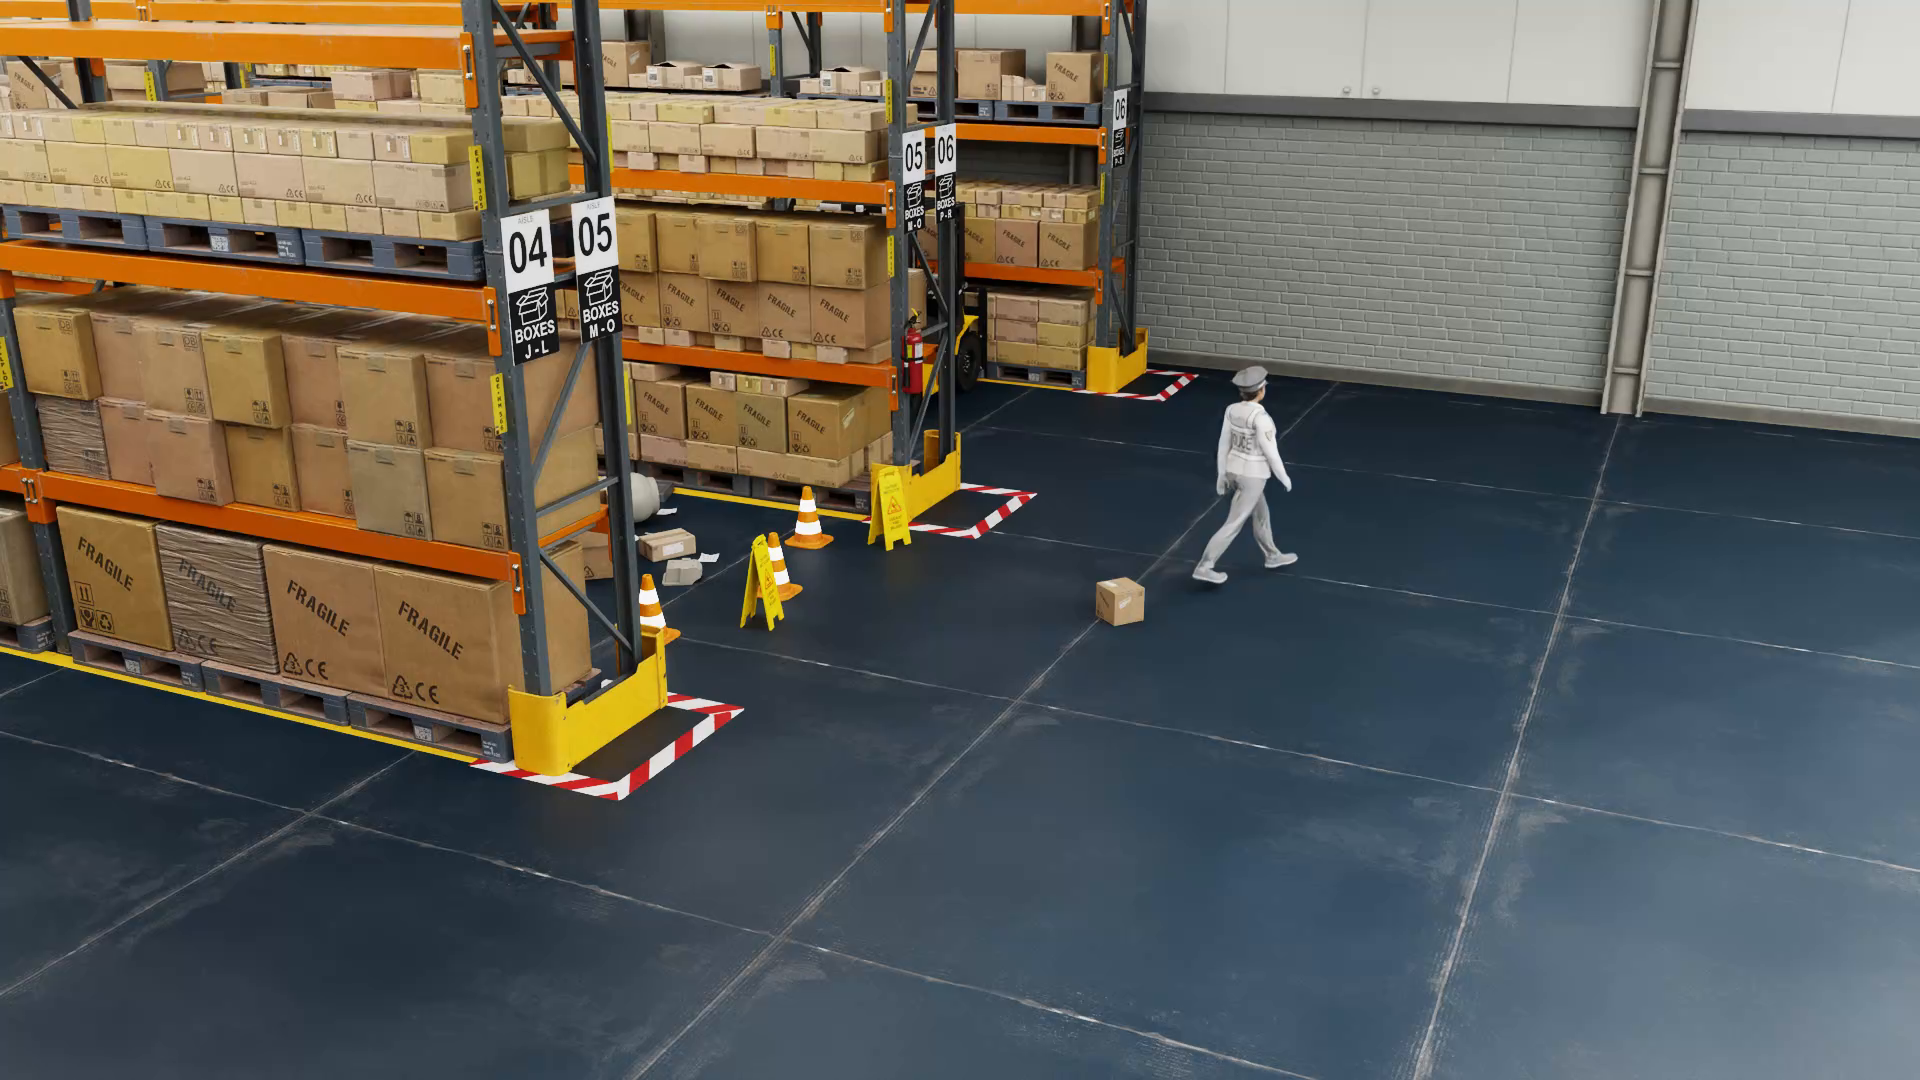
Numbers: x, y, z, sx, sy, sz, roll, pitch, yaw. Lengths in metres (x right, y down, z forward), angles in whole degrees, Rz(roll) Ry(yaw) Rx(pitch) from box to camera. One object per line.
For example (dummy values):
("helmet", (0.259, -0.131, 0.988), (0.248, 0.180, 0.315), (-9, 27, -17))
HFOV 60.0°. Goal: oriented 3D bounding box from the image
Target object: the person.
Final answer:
("person", (2.193, -0.499, 12.435), (1.025, 1.628, 0.493), (-8, 21, -23))
